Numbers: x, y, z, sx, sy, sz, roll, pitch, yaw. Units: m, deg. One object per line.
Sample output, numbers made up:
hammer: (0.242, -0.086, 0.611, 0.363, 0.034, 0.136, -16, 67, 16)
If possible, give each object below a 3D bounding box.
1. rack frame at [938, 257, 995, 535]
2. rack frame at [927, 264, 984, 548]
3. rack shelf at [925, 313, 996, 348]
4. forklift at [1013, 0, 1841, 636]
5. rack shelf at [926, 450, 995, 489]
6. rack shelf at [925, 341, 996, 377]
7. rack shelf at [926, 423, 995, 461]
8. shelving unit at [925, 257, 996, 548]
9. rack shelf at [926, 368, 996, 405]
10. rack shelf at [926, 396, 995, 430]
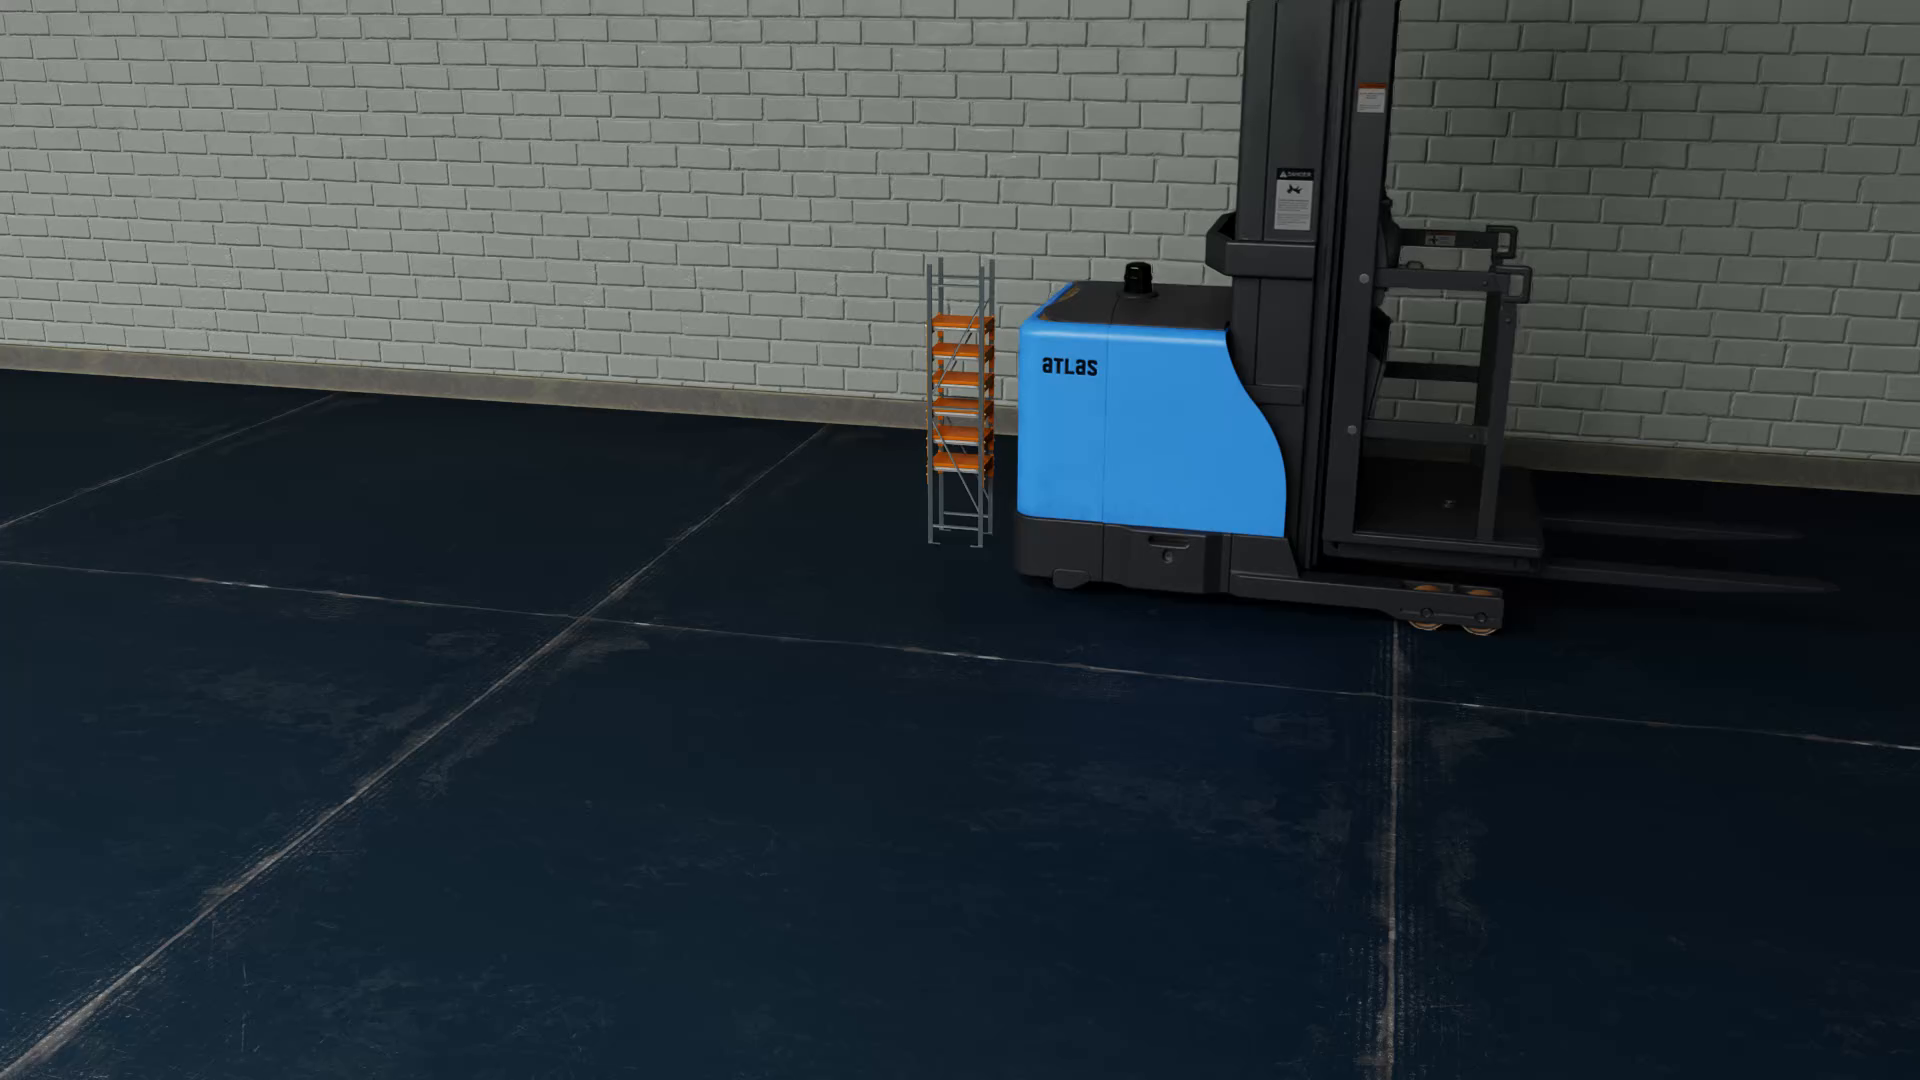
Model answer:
rack frame: (0.026, -0.601, 7.091, 0.240, 1.200, 0.006, 5, 19, 13)
rack frame: (-0.019, -0.544, 6.923, 0.240, 1.200, 0.006, 5, 19, 13)
rack shelf: (0.004, -0.871, 6.905, 0.258, 0.103, 0.180, 5, 19, 13)
forklift: (1.786, -1.224, 6.237, 3.031, 2.935, 1.130, 5, 19, 14)
rack shelf: (0.004, -0.303, 7.099, 0.258, 0.103, 0.180, 5, 19, 13)
rack shelf: (0.004, -0.757, 6.944, 0.258, 0.103, 0.180, 5, 19, 13)
rack shelf: (0.004, -0.417, 7.060, 0.258, 0.103, 0.180, 5, 19, 13)
shelving unit: (0.004, -0.572, 7.007, 0.258, 1.200, 0.189, 5, 19, 13)
rack shelf: (0.004, -0.644, 6.982, 0.258, 0.103, 0.180, 5, 19, 13)
rack shelf: (0.004, -0.530, 7.021, 0.258, 0.103, 0.180, 5, 19, 13)
